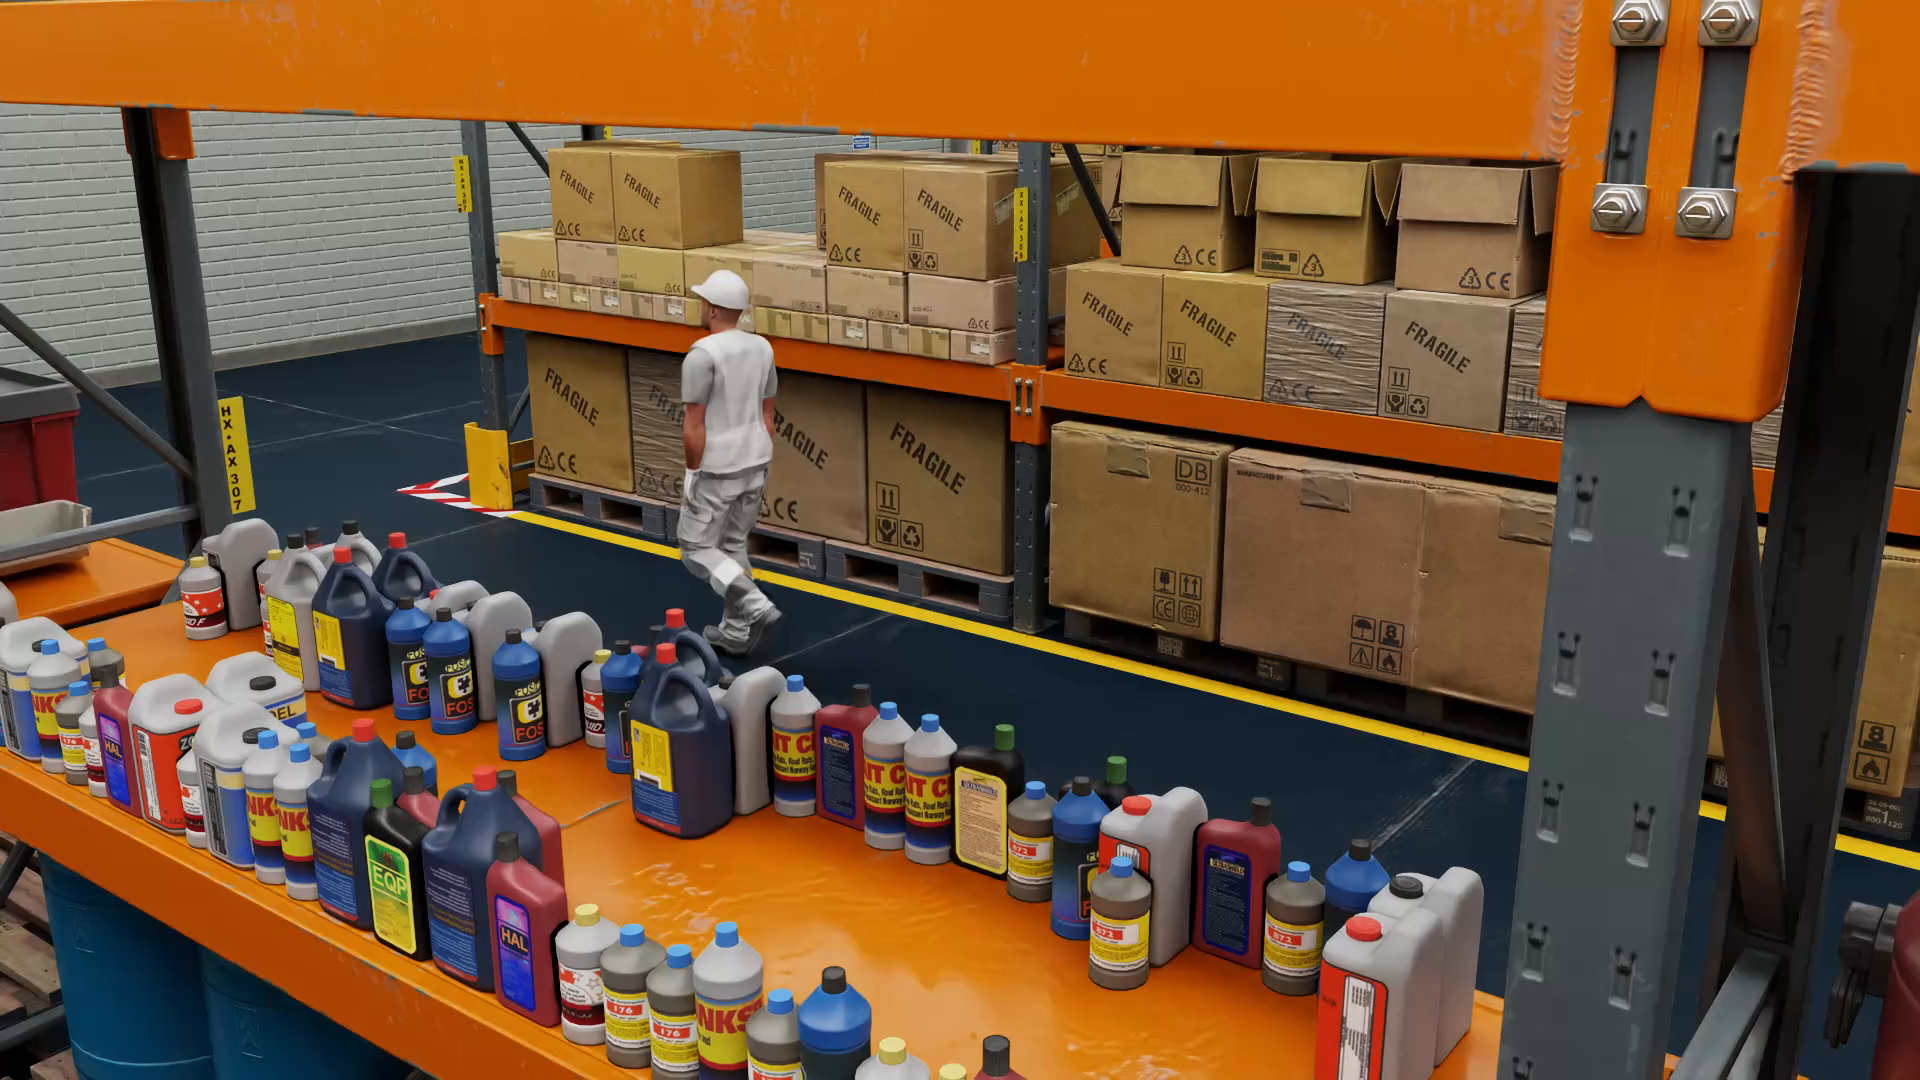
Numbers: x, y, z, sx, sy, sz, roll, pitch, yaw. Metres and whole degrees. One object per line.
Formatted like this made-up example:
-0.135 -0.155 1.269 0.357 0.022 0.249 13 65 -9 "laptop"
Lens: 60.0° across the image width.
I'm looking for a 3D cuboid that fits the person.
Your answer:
-1.006 -0.310 7.470 0.645 1.779 0.546 13 21 37 "person"
